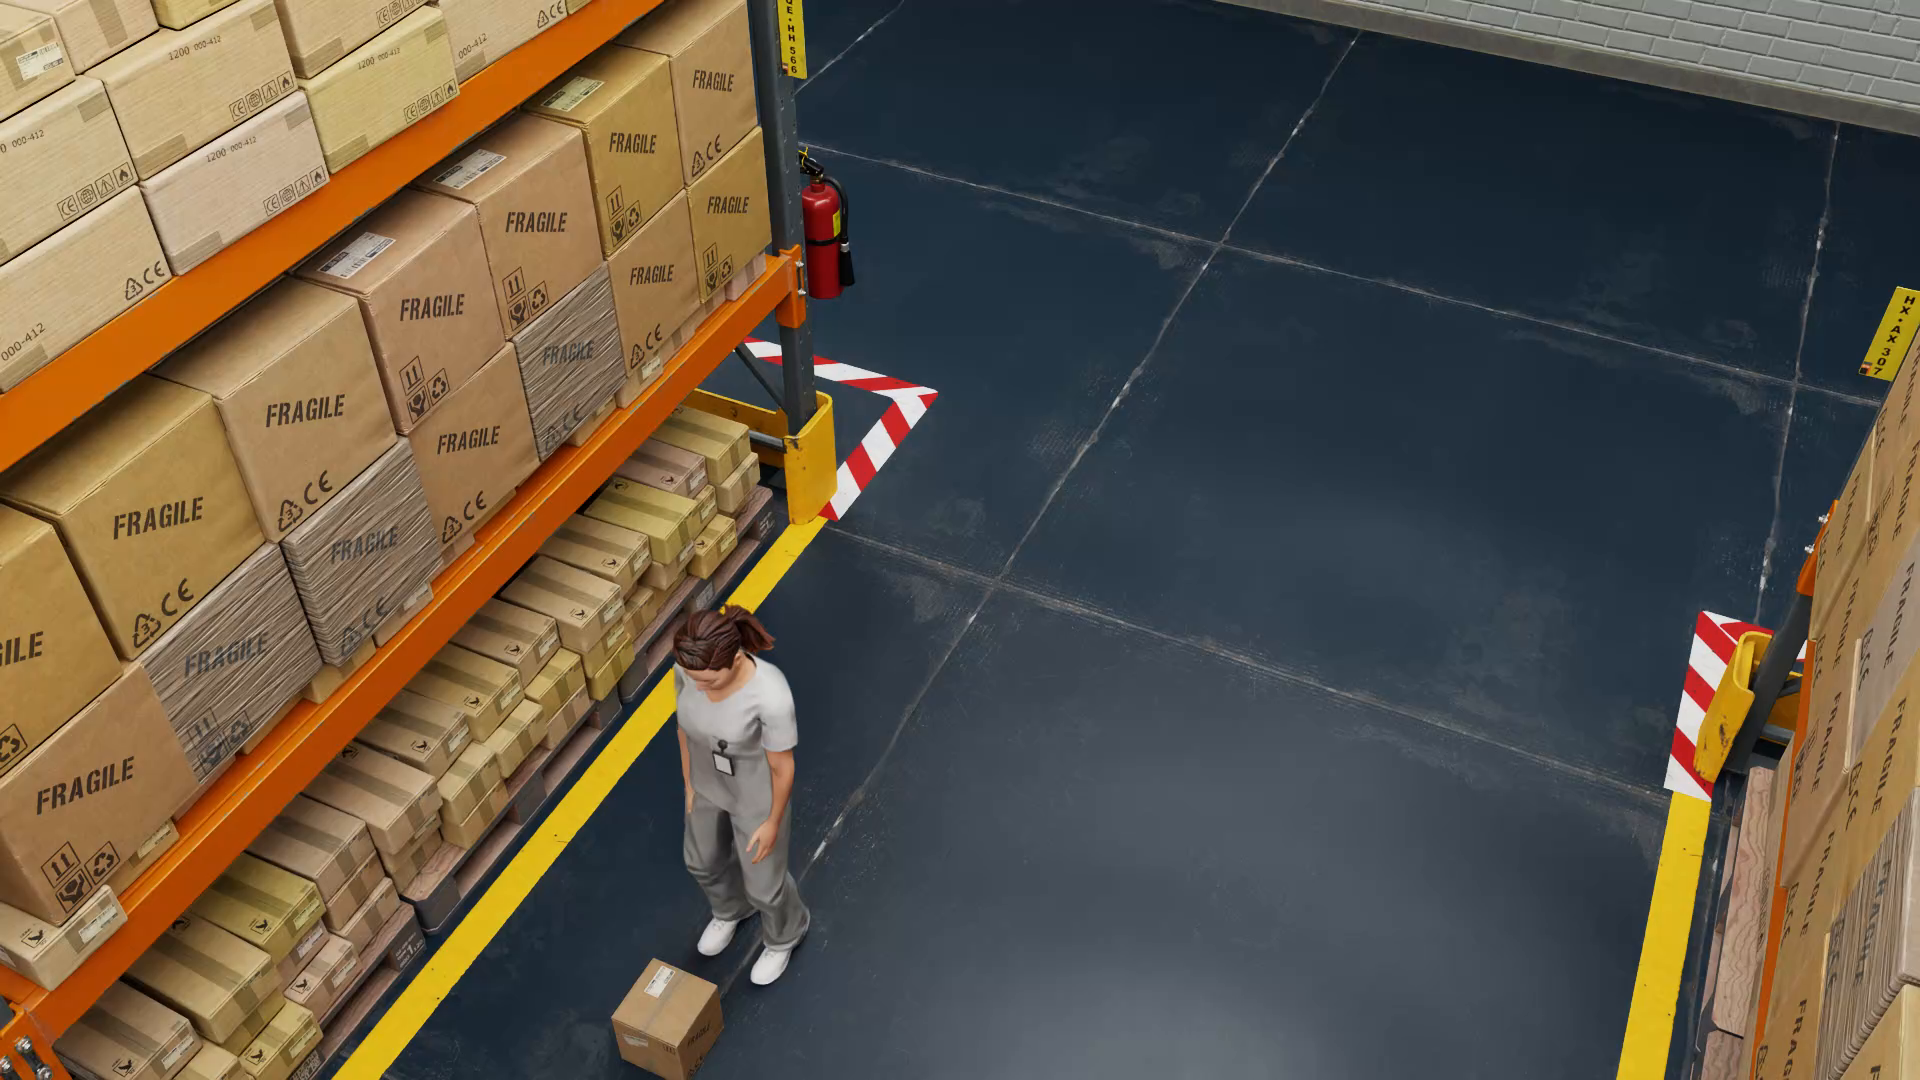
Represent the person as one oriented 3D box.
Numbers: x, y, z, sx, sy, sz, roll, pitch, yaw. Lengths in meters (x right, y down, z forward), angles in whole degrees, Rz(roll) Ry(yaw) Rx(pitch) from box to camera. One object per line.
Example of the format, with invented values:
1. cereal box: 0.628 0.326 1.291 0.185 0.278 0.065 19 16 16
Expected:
1. person: -0.693 0.801 5.296 0.451 1.657 0.350 23 47 23
